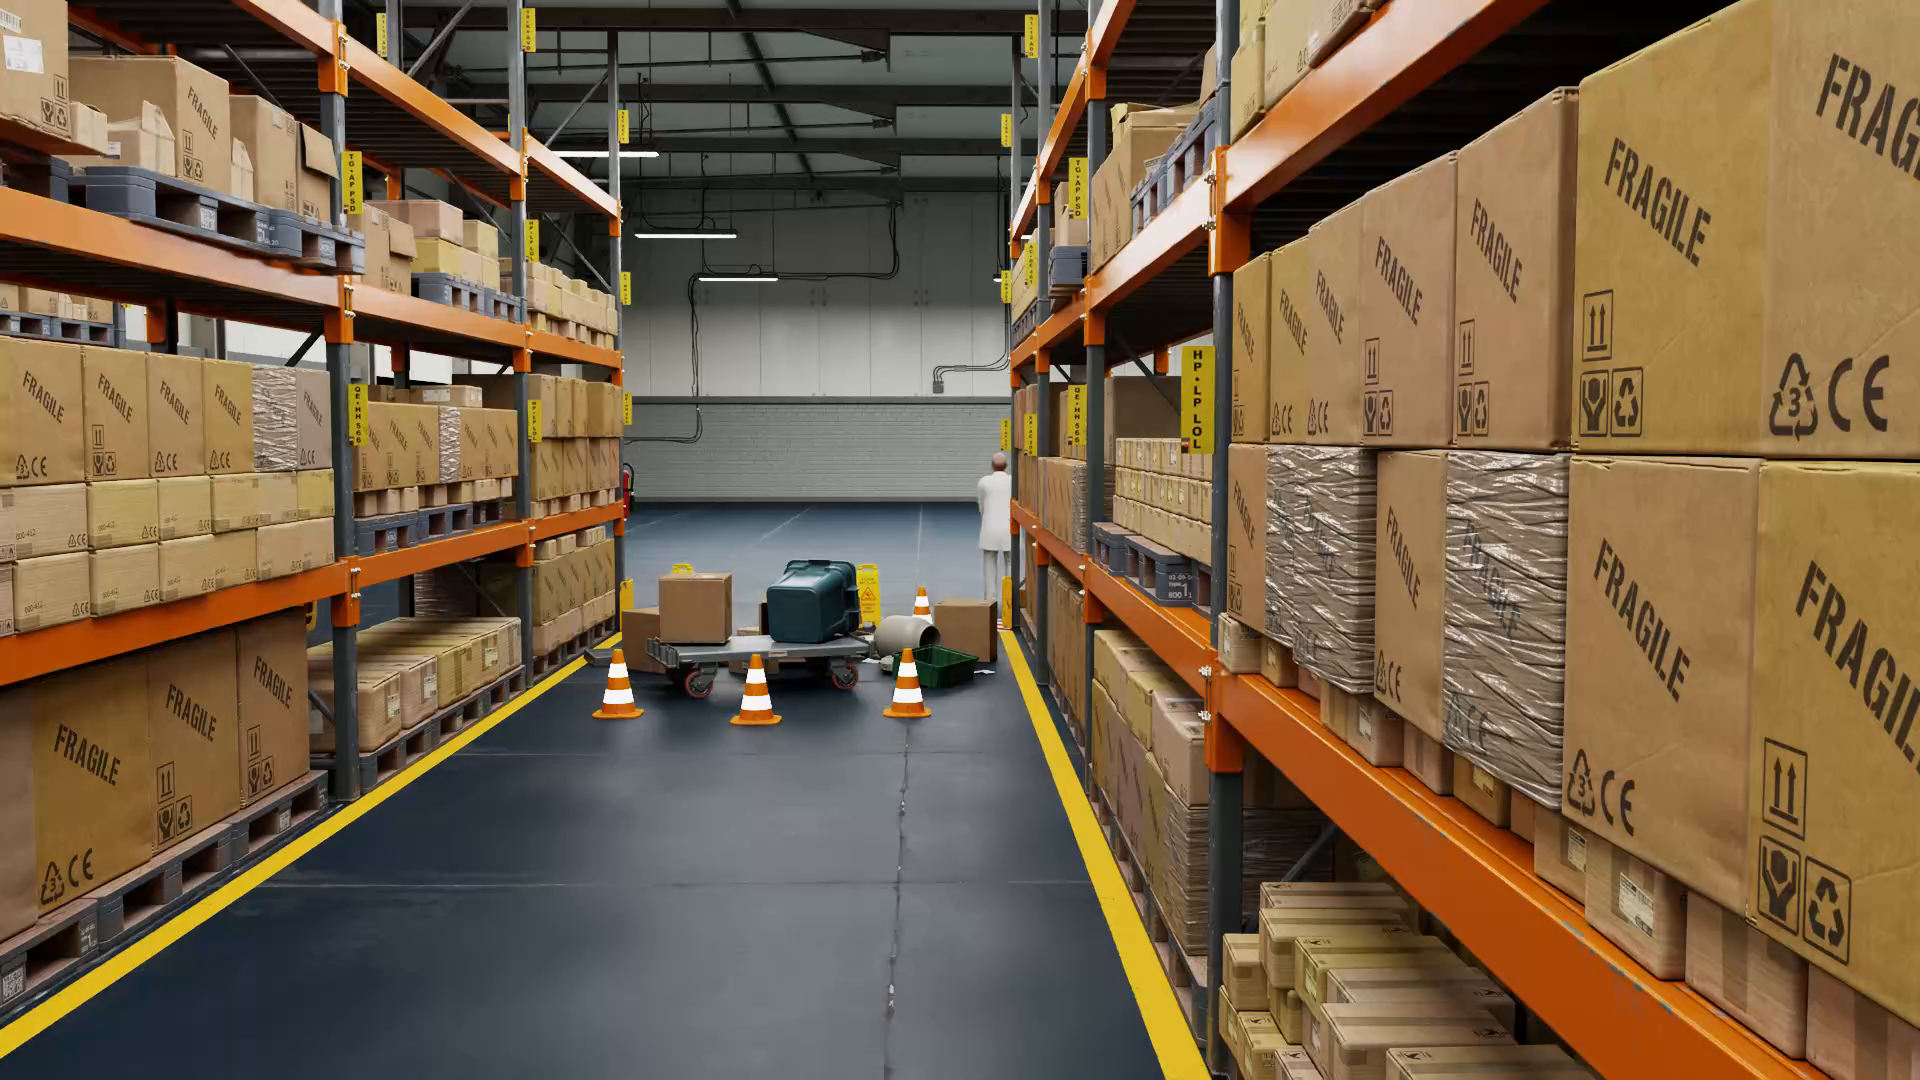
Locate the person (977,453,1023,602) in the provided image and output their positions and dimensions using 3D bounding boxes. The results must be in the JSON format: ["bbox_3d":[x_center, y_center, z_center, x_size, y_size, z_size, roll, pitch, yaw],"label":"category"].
[{"bbox_3d":[0.456,-0.115,19.031,0.531,1.771,0.553,0,4,-1],"label":"person"}]
